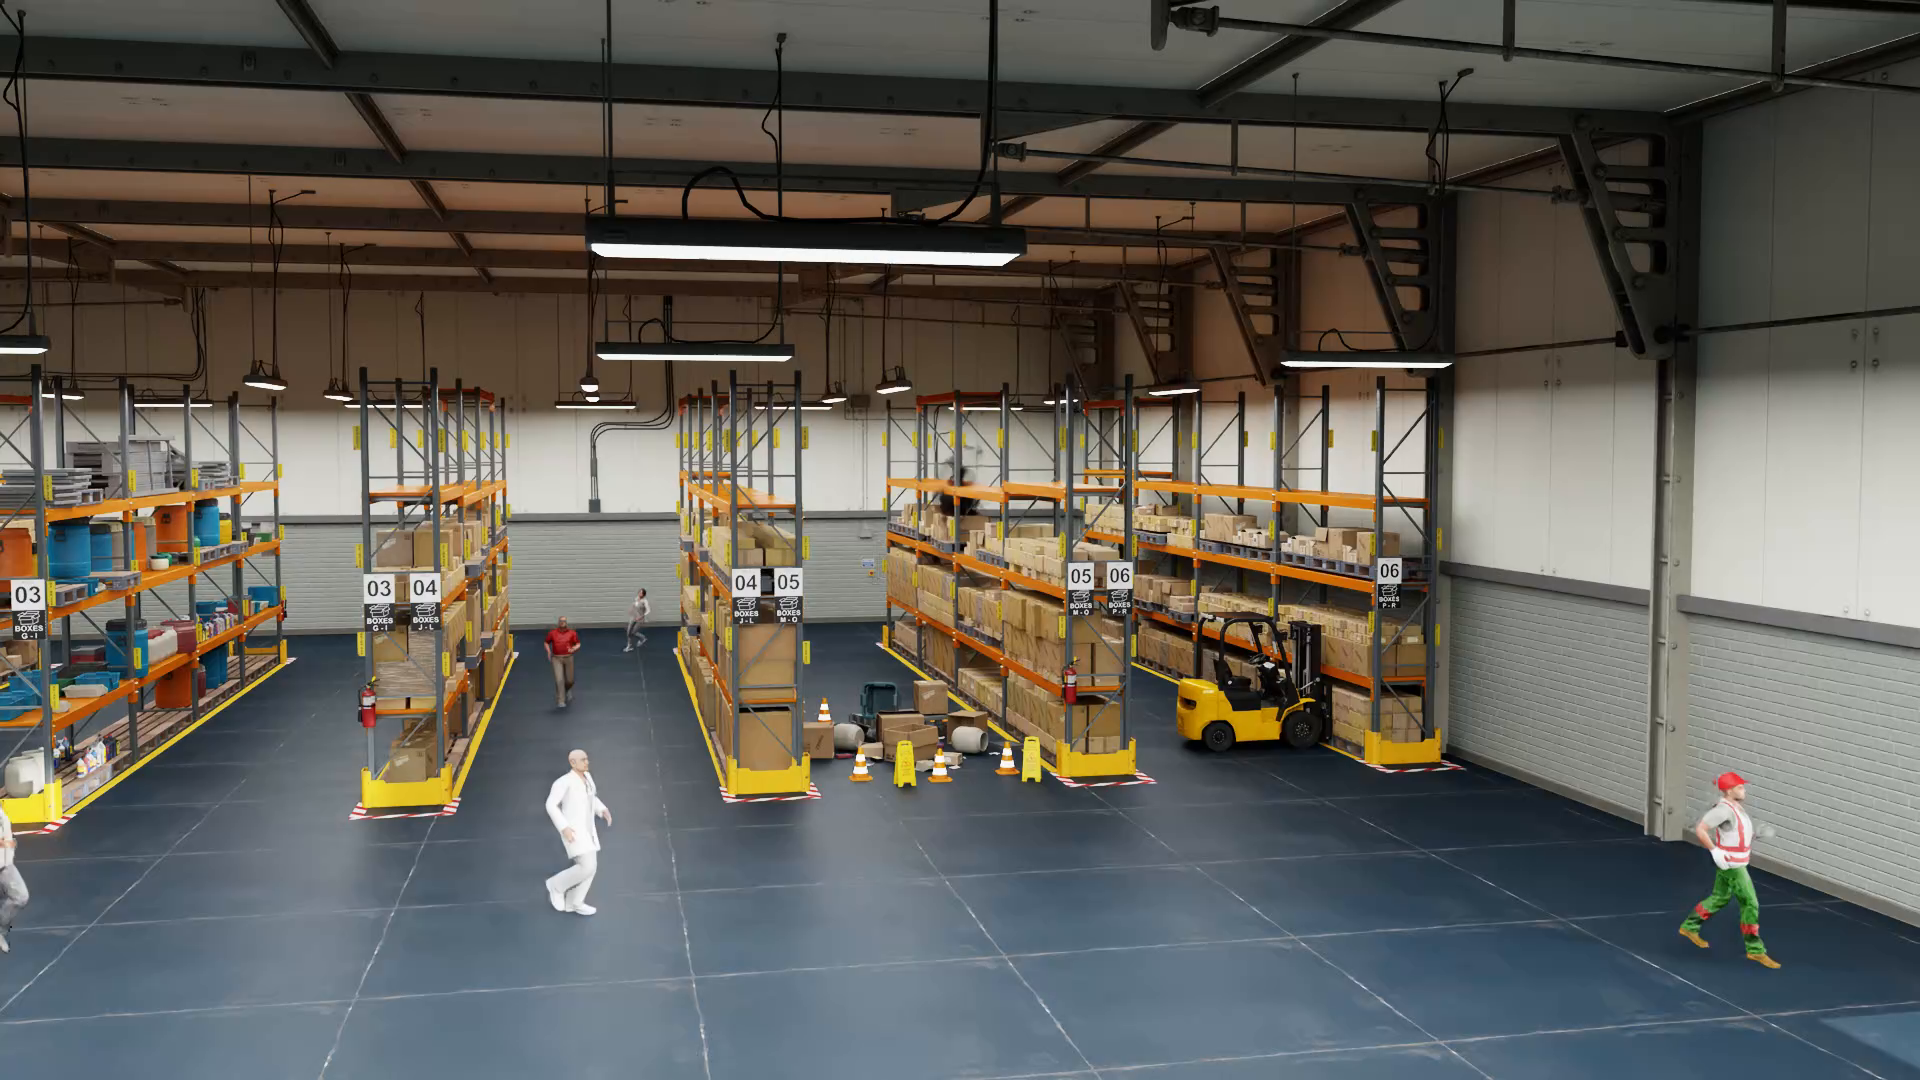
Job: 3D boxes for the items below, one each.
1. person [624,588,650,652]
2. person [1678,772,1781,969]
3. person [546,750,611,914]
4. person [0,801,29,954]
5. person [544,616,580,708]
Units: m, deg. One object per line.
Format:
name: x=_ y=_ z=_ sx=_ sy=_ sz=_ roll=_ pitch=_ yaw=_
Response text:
person: x=-7.624 y=1.898 z=39.609 sx=0.591 sy=1.513 sz=0.590 roll=2 pitch=4 yaw=34
person: x=7.401 y=3.131 z=15.968 sx=0.925 sy=1.810 sz=0.655 roll=2 pitch=4 yaw=31
person: x=-4.045 y=3.085 z=17.615 sx=0.633 sy=1.747 sz=0.727 roll=1 pitch=4 yaw=18
person: x=-9.343 y=3.166 z=16.113 sx=0.647 sy=1.767 sz=0.642 roll=1 pitch=3 yaw=9
person: x=-7.514 y=2.285 z=31.432 sx=0.675 sy=1.688 sz=0.830 roll=-1 pitch=4 yaw=-16
